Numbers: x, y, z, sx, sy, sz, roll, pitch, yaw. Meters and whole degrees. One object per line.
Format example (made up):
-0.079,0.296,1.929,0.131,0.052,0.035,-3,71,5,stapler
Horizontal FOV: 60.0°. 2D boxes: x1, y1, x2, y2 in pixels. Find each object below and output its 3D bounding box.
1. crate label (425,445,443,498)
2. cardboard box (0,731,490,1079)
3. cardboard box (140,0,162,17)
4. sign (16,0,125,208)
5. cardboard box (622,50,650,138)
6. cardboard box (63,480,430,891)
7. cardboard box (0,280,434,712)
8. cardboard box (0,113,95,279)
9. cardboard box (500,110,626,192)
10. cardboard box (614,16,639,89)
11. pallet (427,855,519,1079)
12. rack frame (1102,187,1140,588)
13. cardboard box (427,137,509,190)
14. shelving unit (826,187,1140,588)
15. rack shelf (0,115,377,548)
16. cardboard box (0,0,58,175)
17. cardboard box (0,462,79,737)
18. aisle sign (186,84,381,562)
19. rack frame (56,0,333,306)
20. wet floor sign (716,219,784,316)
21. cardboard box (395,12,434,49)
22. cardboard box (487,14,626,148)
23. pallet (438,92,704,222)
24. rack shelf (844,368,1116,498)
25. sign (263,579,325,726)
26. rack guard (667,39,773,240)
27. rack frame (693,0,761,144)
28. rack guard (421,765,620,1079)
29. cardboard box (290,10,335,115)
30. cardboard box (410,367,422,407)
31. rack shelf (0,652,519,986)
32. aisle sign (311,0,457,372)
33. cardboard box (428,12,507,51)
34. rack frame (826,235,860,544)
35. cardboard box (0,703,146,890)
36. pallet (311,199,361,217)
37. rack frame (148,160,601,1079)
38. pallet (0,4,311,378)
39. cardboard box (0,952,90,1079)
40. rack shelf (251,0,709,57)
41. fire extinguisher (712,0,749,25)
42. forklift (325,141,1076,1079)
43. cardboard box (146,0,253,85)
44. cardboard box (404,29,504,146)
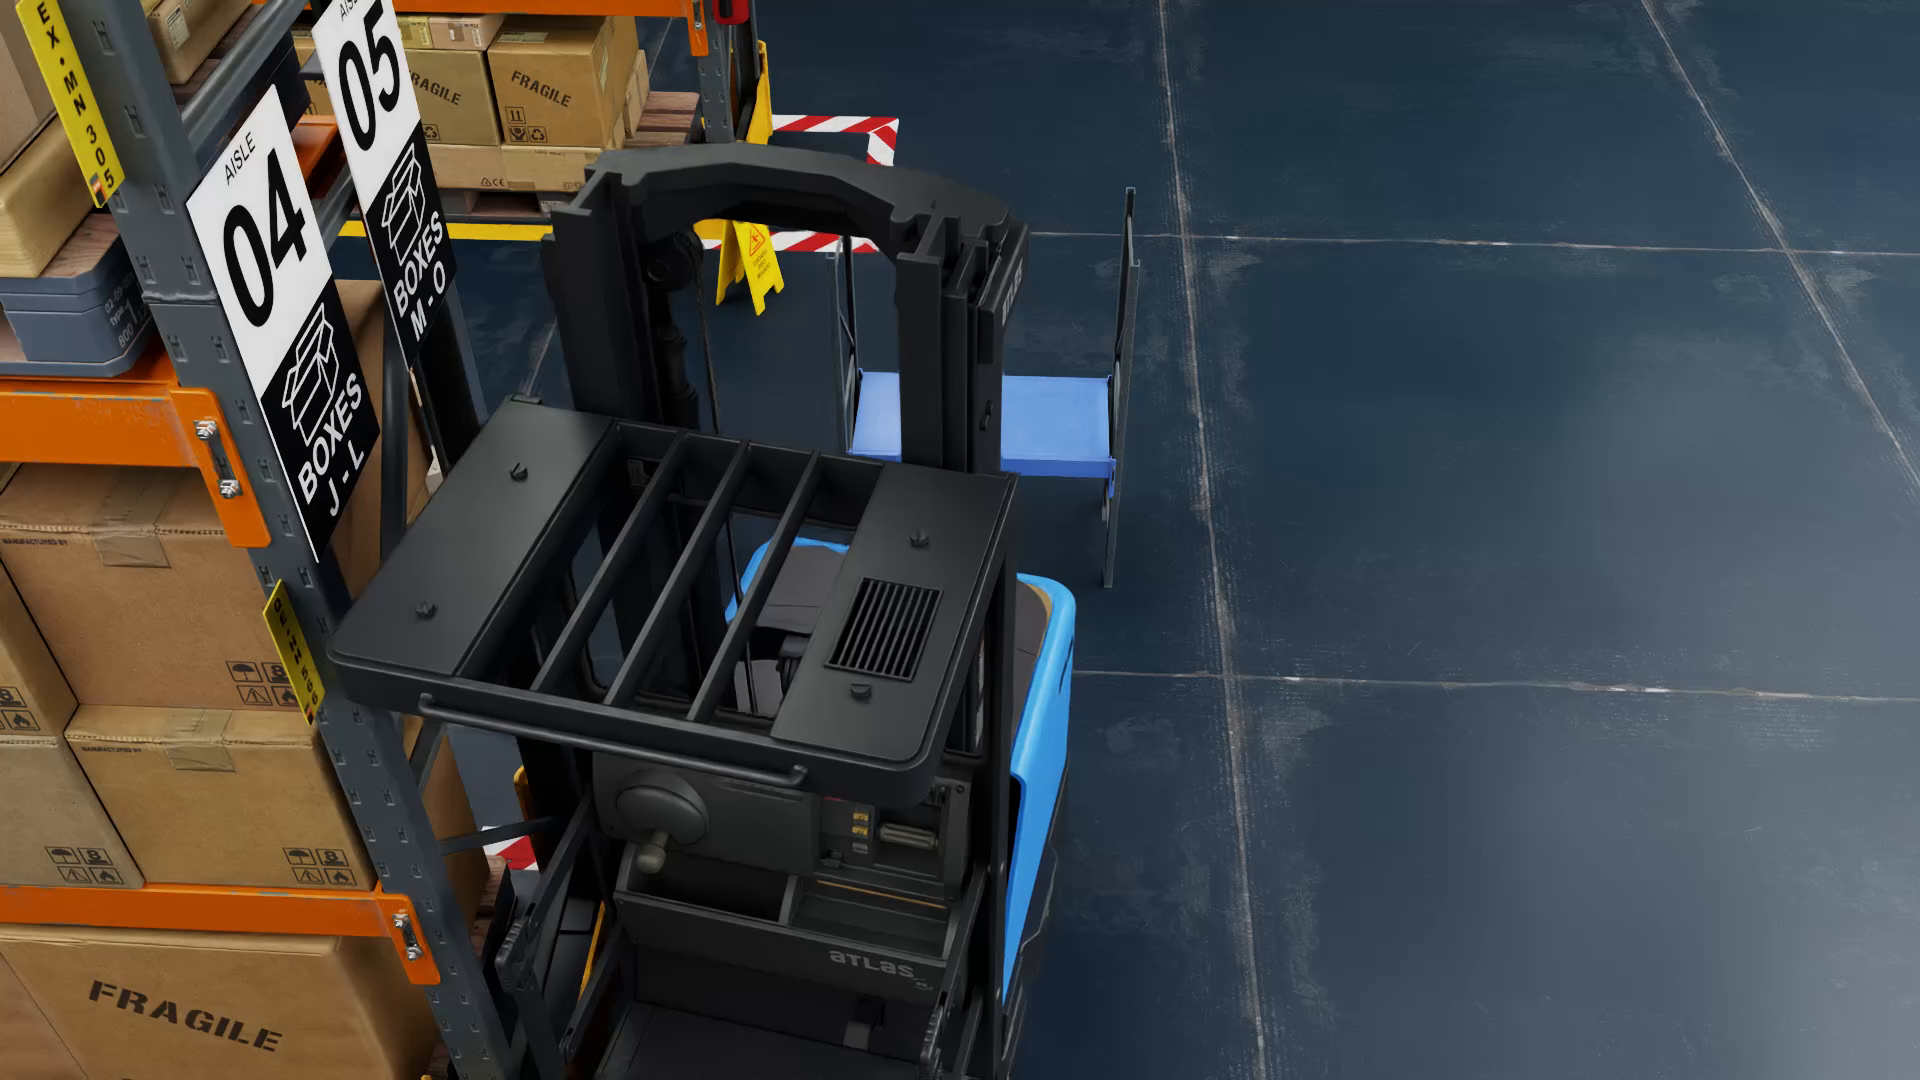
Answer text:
-2.138,-0.311,6.984,0.298,0.136,0.250,-19,46,-20,crate label
-1.954,1.013,4.712,0.875,0.875,0.875,2,43,2,cardboard box
-1.745,-1.166,3.111,0.500,0.250,0.500,2,43,2,cardboard box
-1.312,-0.658,2.464,0.005,0.325,0.100,2,43,2,sign
-1.945,-2.369,8.802,0.500,0.250,0.500,1,43,2,cardboard box
-1.647,0.330,4.085,0.550,0.550,0.875,2,43,2,cardboard box
-1.643,-0.122,3.779,0.550,0.550,0.875,2,43,2,cardboard box
-1.621,-0.610,2.806,0.250,0.149,0.380,2,43,2,cardboard box
-1.996,-1.998,8.404,0.500,0.250,0.500,2,43,2,cardboard box
-1.969,-2.644,8.546,0.500,0.500,0.500,0,43,0,cardboard box
-2.076,1.414,5.077,1.213,0.211,1.003,2,43,2,pallet
0.593,-0.531,6.219,0.032,1.500,0.500,2,43,2,rack frame
-2.489,-2.019,8.426,0.500,0.250,0.500,2,43,2,cardboard box
0.085,-0.546,6.236,1.048,1.500,0.538,2,43,2,shelving unit
-3.272,-0.530,3.446,4.000,0.370,1.077,2,43,2,rack shelf
-1.776,-0.801,2.719,0.500,0.250,0.500,2,43,2,cardboard box
-2.197,-0.076,3.729,0.550,0.550,0.875,2,43,2,cardboard box
-1.217,-0.379,3.049,0.004,0.787,0.394,2,43,2,aisle sign
-1.274,-1.830,2.112,0.127,3.000,1.000,2,43,2,rack frame
-1.010,-1.413,7.793,0.232,0.644,0.267,16,45,16,wet floor sign
-2.585,-2.490,7.906,0.250,0.149,0.380,2,43,3,cardboard box
-1.964,-2.277,8.153,0.500,0.500,0.500,2,43,2,cardboard box
-2.038,-2.039,8.784,1.213,0.211,1.003,2,43,2,pallet
0.085,-0.415,6.359,1.000,0.185,0.538,2,43,2,rack shelf
-1.312,0.224,3.286,0.005,0.325,0.100,2,43,2,sign
-1.228,-2.096,8.633,0.348,0.500,1.175,2,43,2,rack guard
-1.152,-3.008,7.779,0.127,3.000,1.000,2,43,2,rack frame
-1.250,1.281,5.008,0.348,0.500,1.175,2,43,2,rack guard
-2.989,-2.311,8.190,0.500,0.500,0.500,1,43,1,cardboard box
-2.552,-0.630,7.317,0.250,0.149,0.380,24,48,23,cardboard box
-3.272,0.567,4.468,4.000,0.370,1.077,2,43,2,rack shelf
-1.190,-0.788,3.488,0.004,0.787,0.394,2,43,2,aisle sign
-2.334,-2.480,7.895,0.250,0.149,0.380,3,43,3,cardboard box
-0.423,-0.562,6.253,0.032,1.500,0.500,2,43,2,rack frame
-2.197,0.328,4.087,0.550,0.550,0.875,2,43,2,cardboard box
-3.253,-2.079,8.827,1.213,0.211,1.003,2,43,2,pallet
-1.274,0.365,4.157,0.127,3.000,1.000,2,43,2,rack frame
-2.016,-0.715,3.182,1.213,0.211,1.003,2,43,2,pallet
-2.834,0.988,4.740,0.875,0.875,0.875,1,43,1,cardboard box
-3.150,-2.807,8.090,4.000,0.370,1.077,2,43,2,rack shelf
-1.058,-2.663,7.465,0.183,0.674,0.296,2,43,2,fire extinguisher
-0.482,0.737,3.809,1.130,2.935,3.031,9,44,10,forklift
-1.602,-1.059,3.289,0.250,0.149,0.380,2,43,2,cardboard box
-2.486,-2.291,8.168,0.500,0.500,0.500,3,43,3,cardboard box
